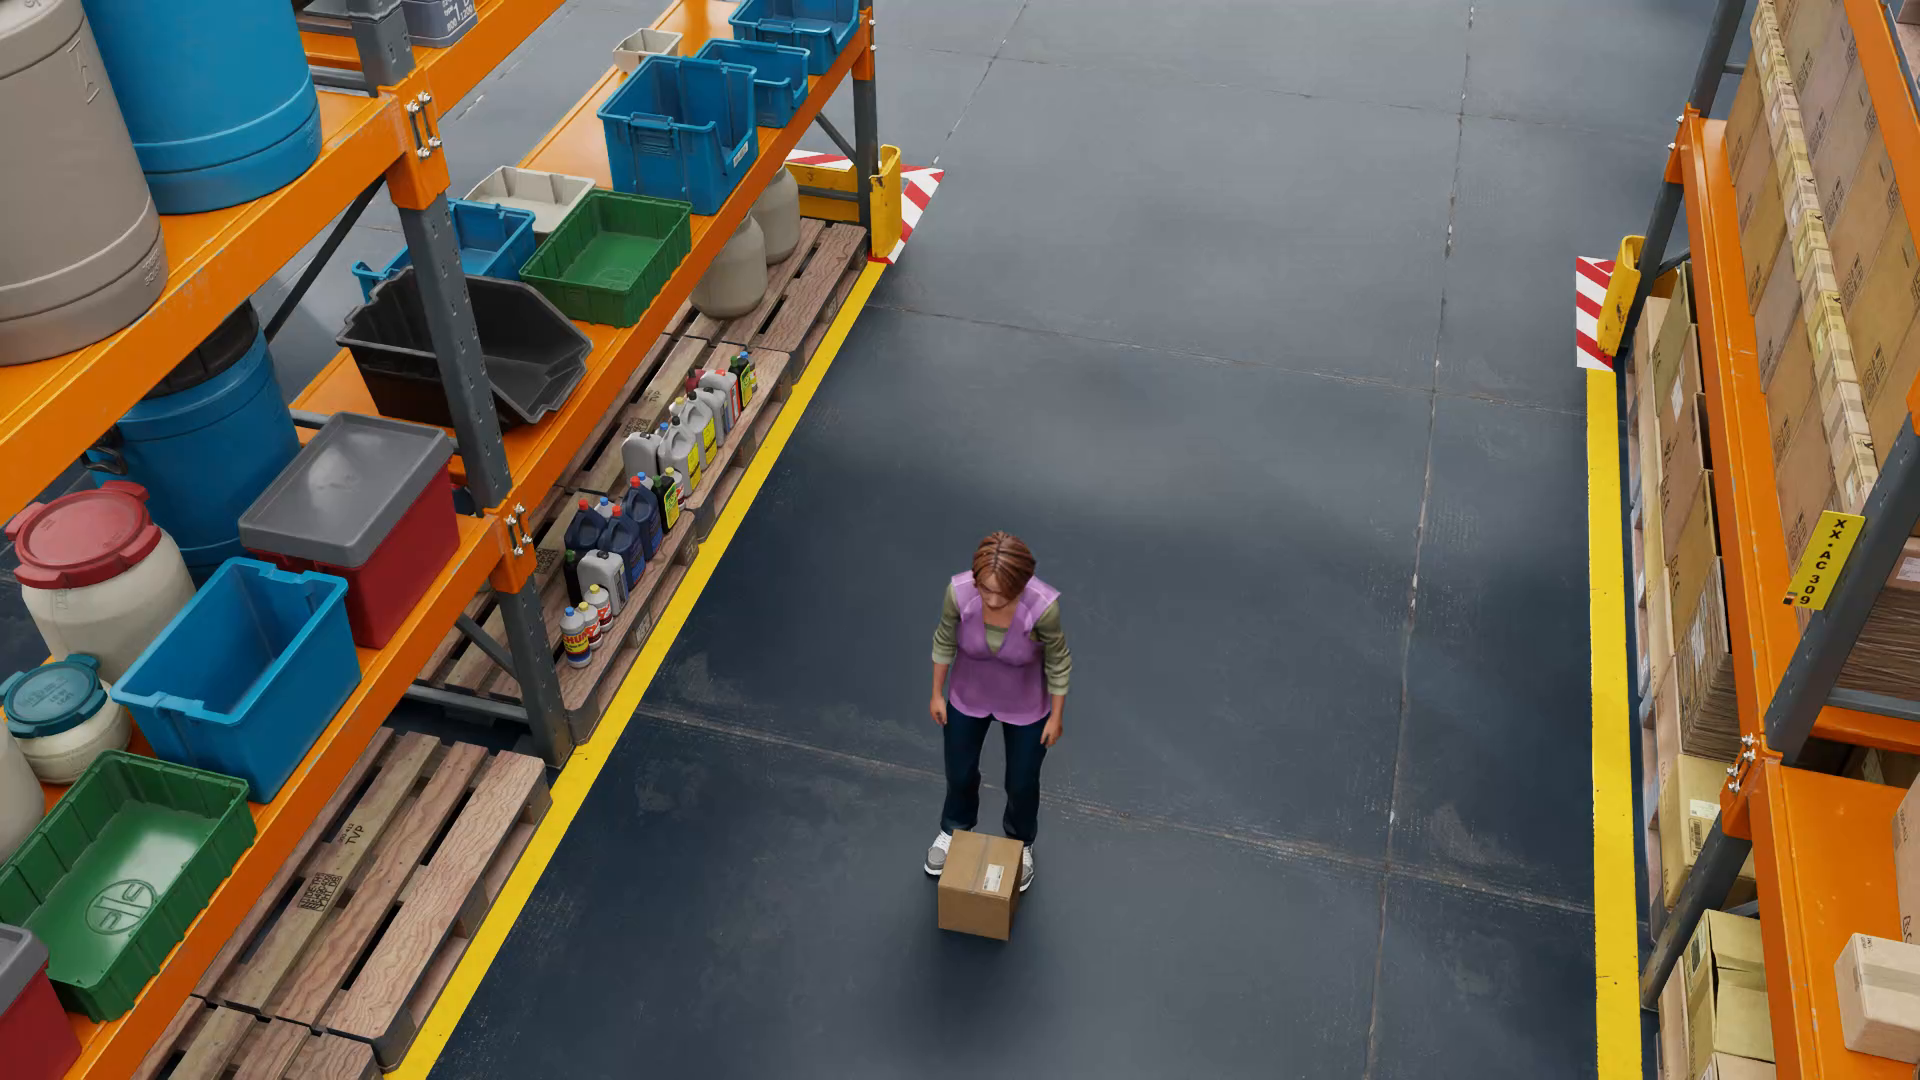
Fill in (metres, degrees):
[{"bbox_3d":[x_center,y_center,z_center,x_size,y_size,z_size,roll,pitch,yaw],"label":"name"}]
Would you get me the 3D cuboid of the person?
[{"bbox_3d":[0.126,0.558,5.547,0.468,1.581,0.350,10,43,11],"label":"person"}]
